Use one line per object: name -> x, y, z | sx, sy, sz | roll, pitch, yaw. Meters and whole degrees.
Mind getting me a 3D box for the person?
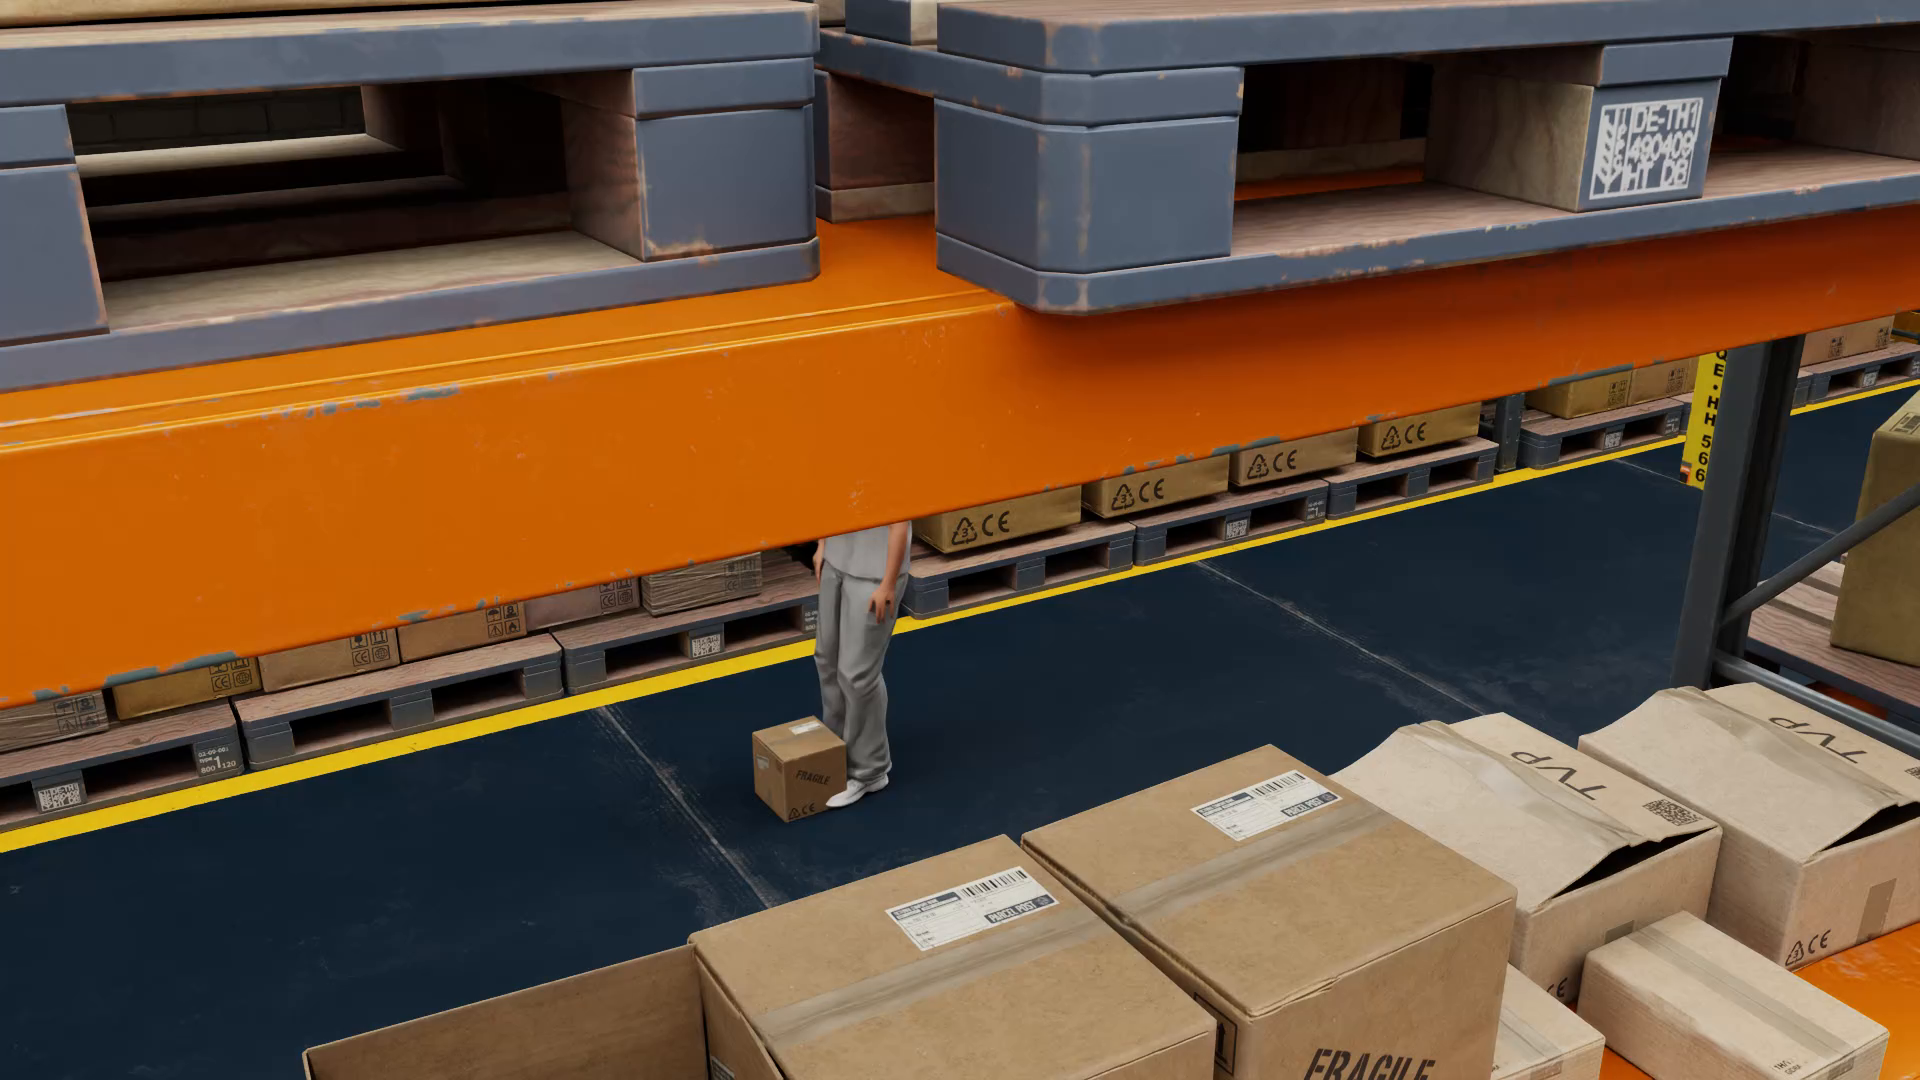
person -> -0.387, 0.113, 5.810 | 0.416, 1.671, 0.498 | -14, 26, -31
